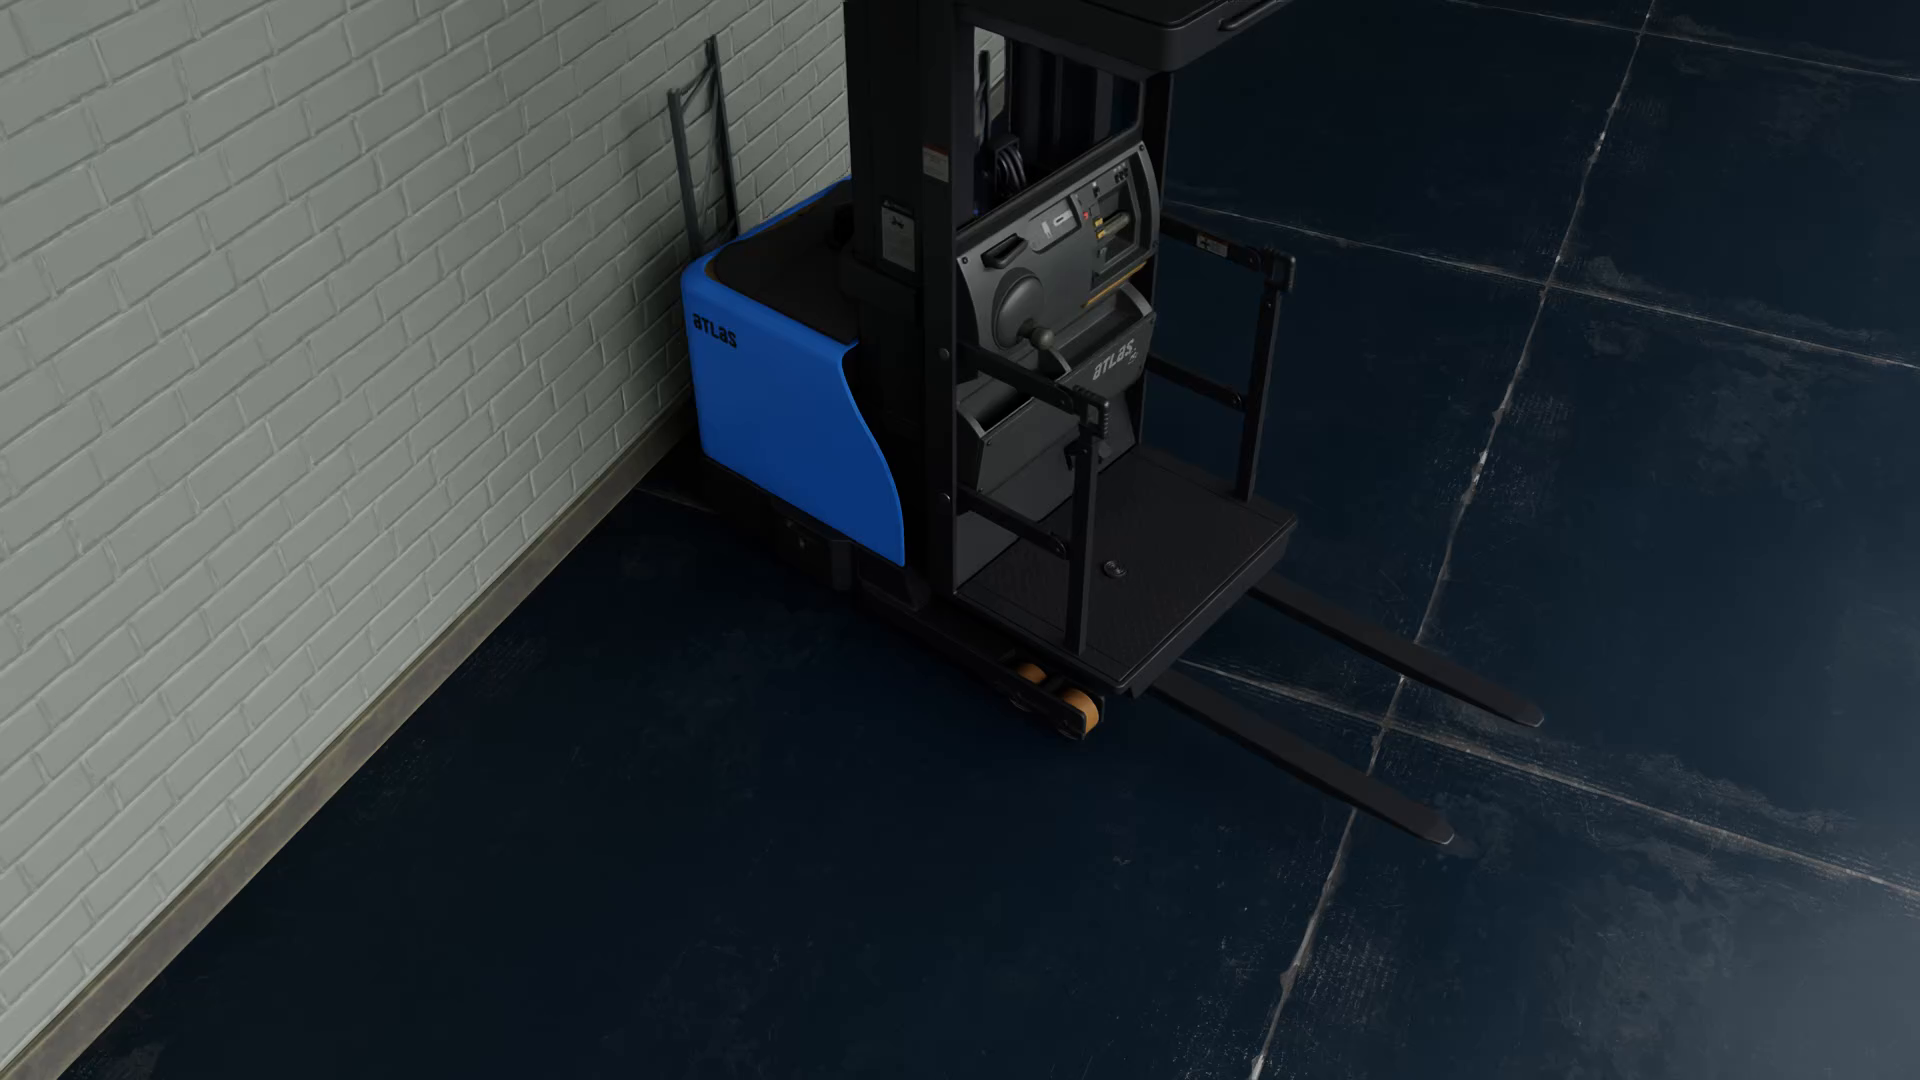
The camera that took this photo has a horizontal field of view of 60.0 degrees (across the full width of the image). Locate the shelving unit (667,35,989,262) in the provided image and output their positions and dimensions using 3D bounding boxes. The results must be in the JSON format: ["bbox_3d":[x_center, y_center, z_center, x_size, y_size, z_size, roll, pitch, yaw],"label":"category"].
[{"bbox_3d":[-0.439,-1.083,6.361,1.048,1.500,0.538,6,40,9],"label":"shelving unit"}]

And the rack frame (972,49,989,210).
[{"bbox_3d":[0.060,-1.034,6.282,0.032,1.500,0.500,6,40,9],"label":"rack frame"}]

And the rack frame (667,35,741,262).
[{"bbox_3d":[-0.939,-1.131,6.441,0.032,1.500,0.500,6,40,9],"label":"rack frame"}]

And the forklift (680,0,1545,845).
[{"bbox_3d":[0.478,-0.847,4.989,3.031,2.935,1.130,29,48,29],"label":"forklift"}]
